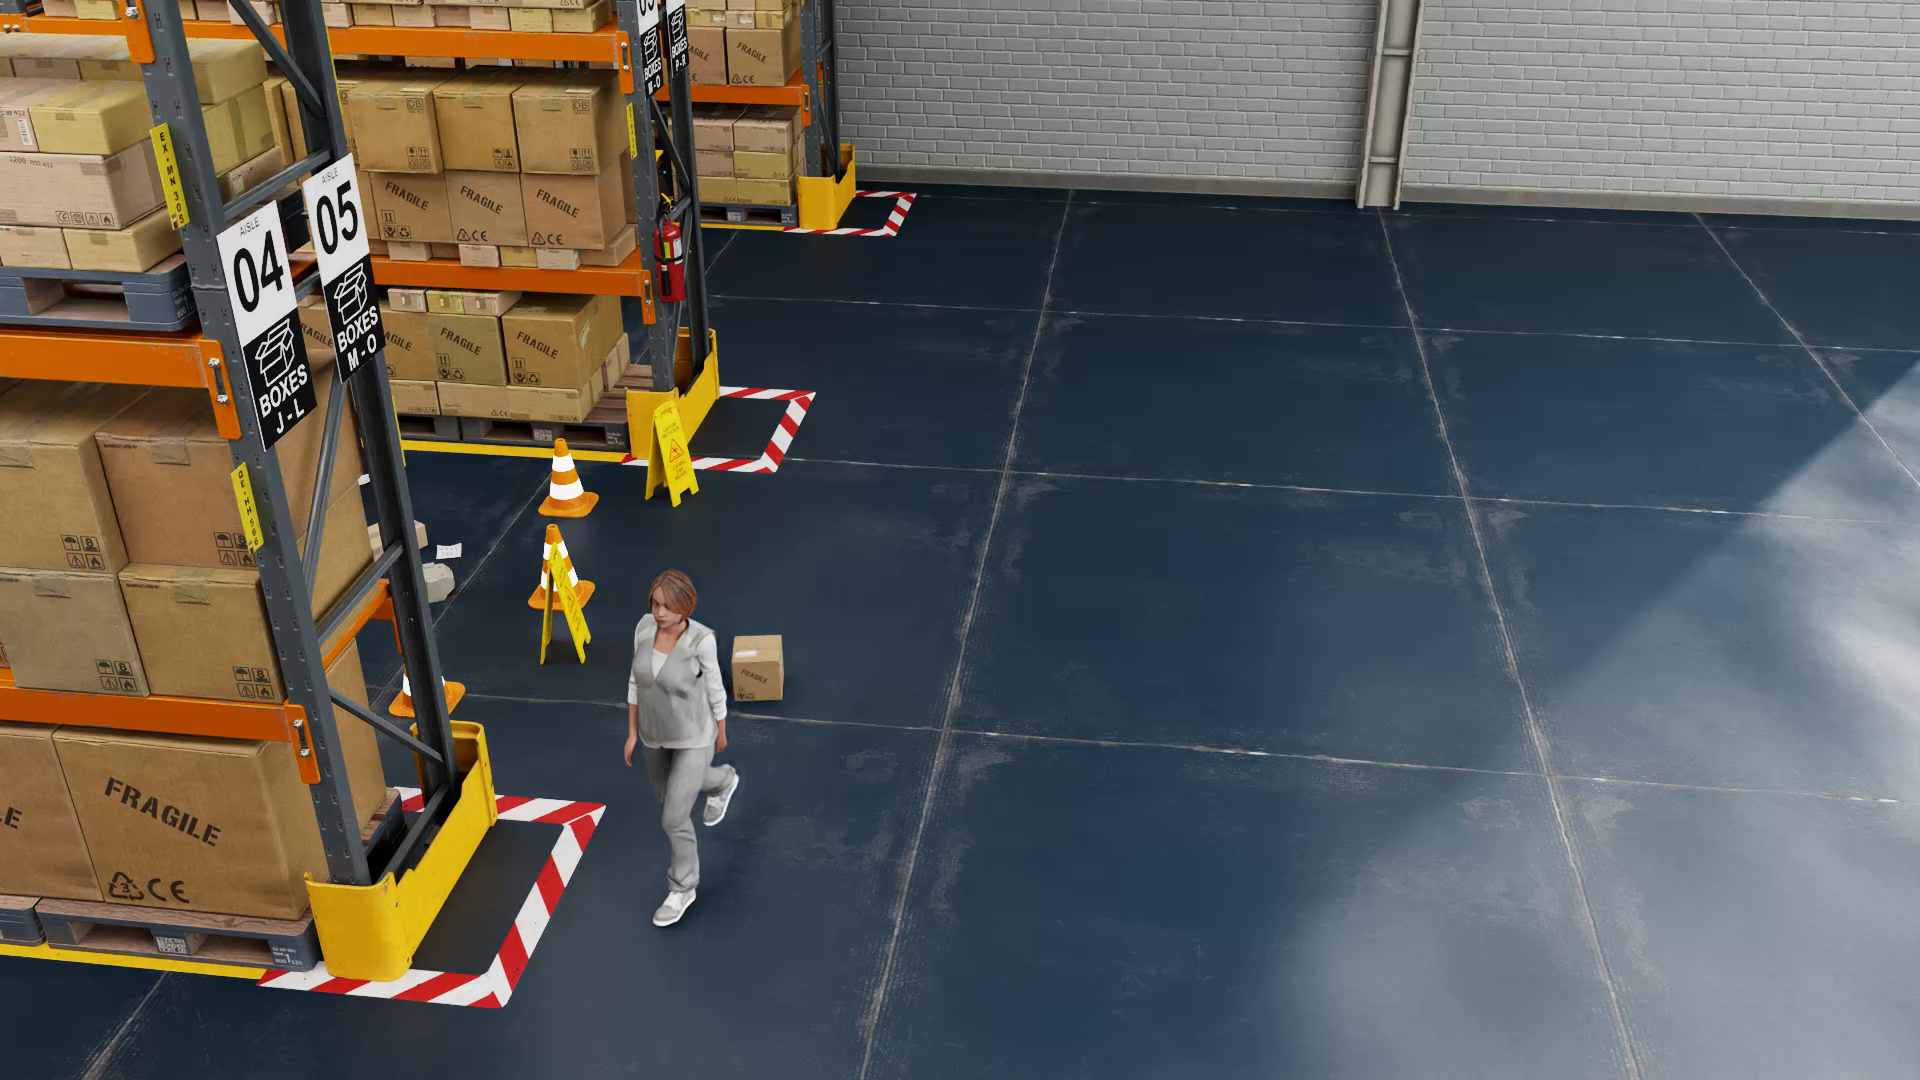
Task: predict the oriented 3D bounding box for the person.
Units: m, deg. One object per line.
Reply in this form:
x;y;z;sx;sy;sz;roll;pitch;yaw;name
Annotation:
-1.187;0.812;7.156;0.398;1.546;0.828;14;32;23;person
